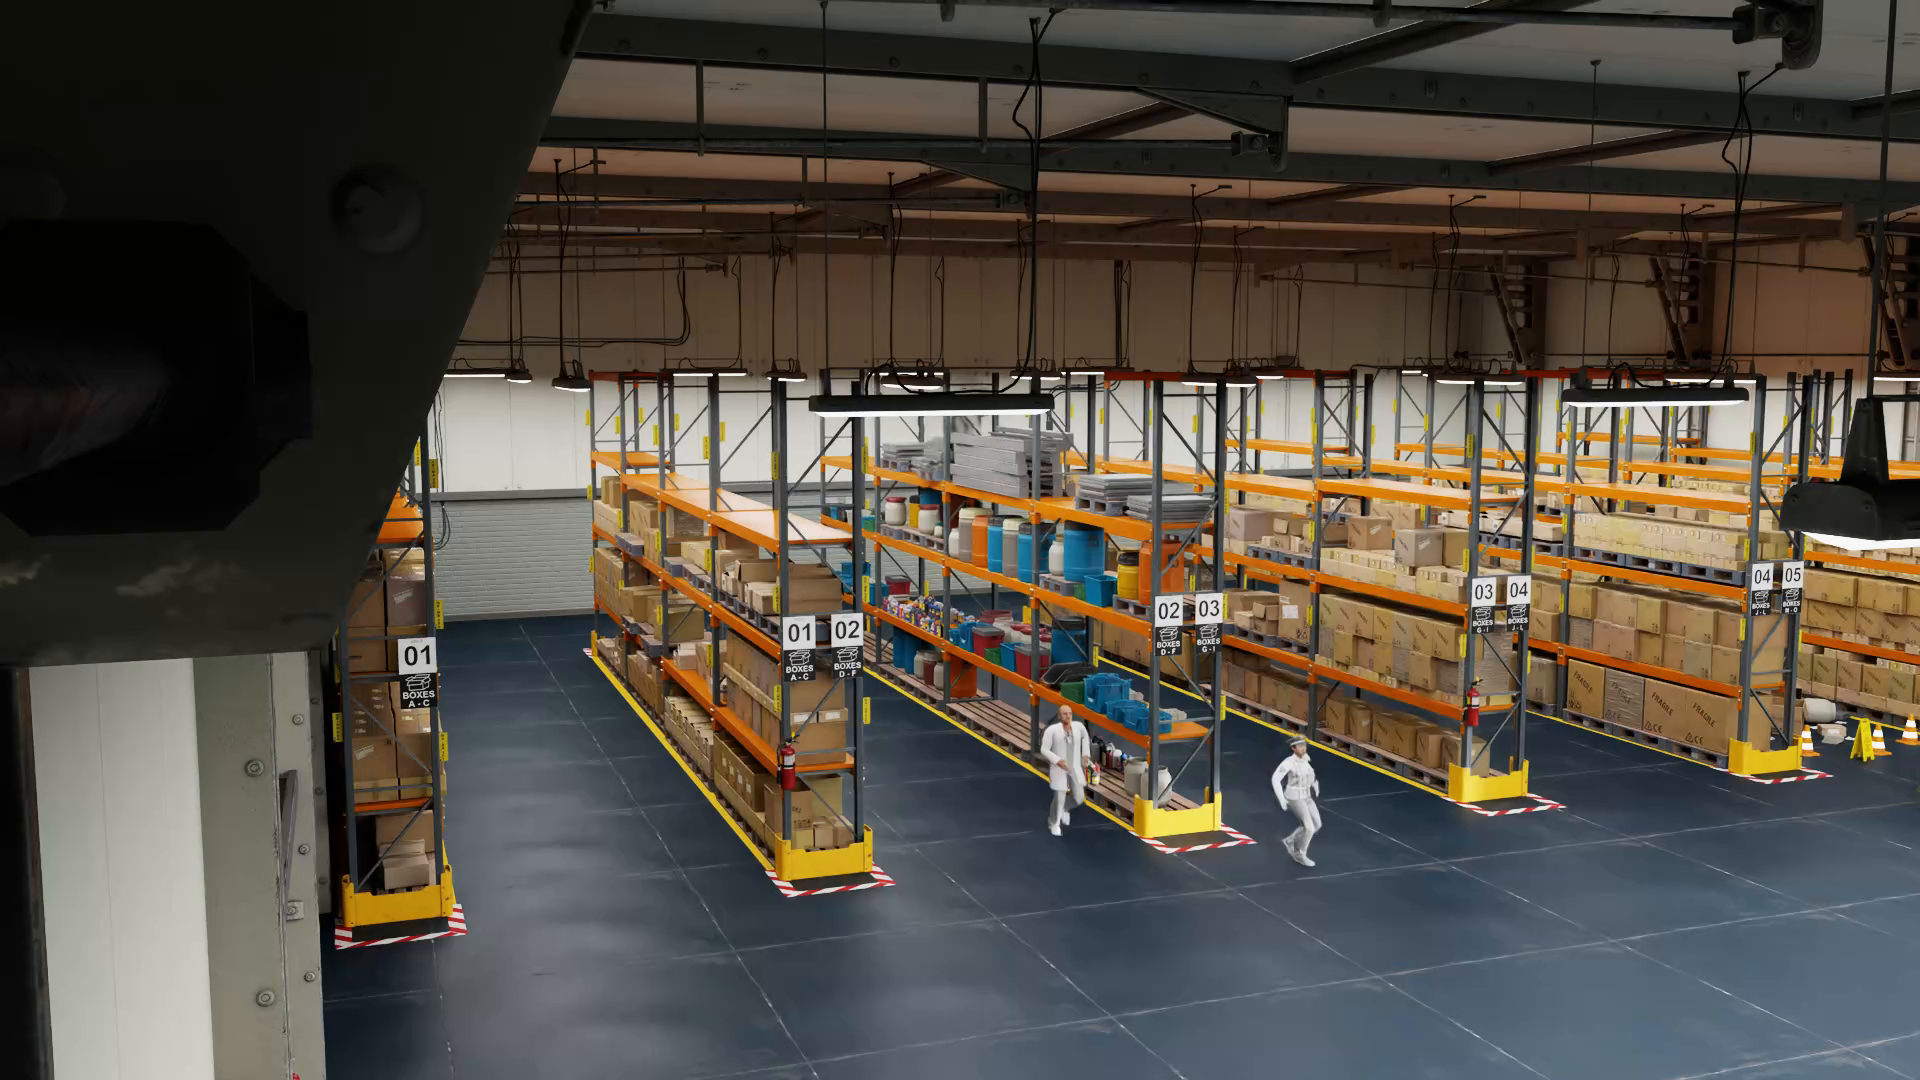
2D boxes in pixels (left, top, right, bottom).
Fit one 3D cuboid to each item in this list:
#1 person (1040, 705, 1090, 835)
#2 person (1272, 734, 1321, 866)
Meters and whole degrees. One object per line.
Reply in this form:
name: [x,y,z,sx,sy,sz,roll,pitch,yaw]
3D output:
person: [1.415,3.033,21.877,0.742,1.741,0.685,-2,7,-16]
person: [4.206,3.228,20.681,0.491,1.668,0.749,4,8,35]
